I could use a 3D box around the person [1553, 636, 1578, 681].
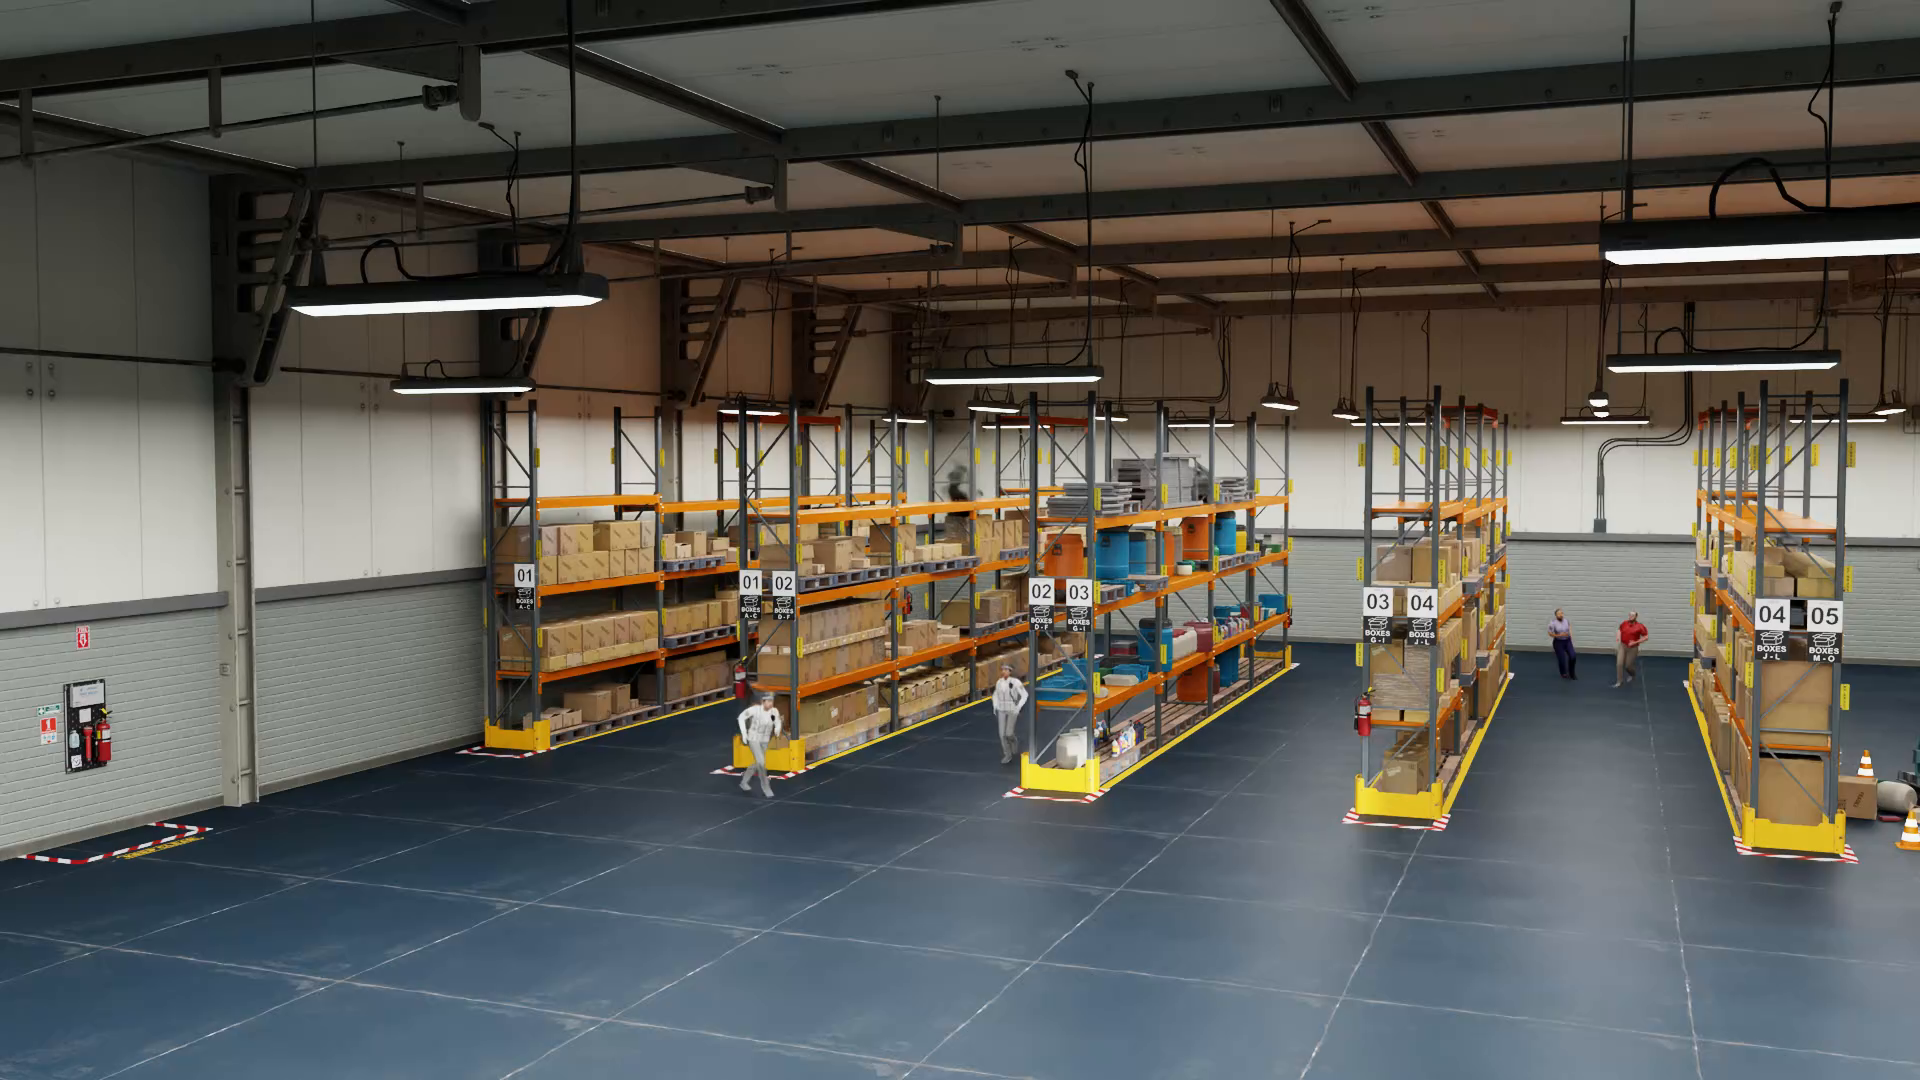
[{"bbox_3d":[13.636,2.661,37.500,0.545,1.069,0.620,0,3,-2],"label":"person"}]

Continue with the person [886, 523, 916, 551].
[{"bbox_3d":[5.432,1.913,23.154,5.002,3.615,21.822,-1,3,-26],"label":"person"}]

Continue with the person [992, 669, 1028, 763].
[{"bbox_3d":[0.797,2.853,27.426,0.619,1.618,0.488,1,3,25],"label":"person"}]

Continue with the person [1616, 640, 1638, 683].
[{"bbox_3d":[14.662,2.657,36.419,0.616,0.951,0.422,-3,4,-43],"label":"person"}]

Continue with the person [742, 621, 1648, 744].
[{"bbox_3d":[5.868,2.333,30.412,21.584,0.796,1.381,-2,3,-36],"label":"person"}]
